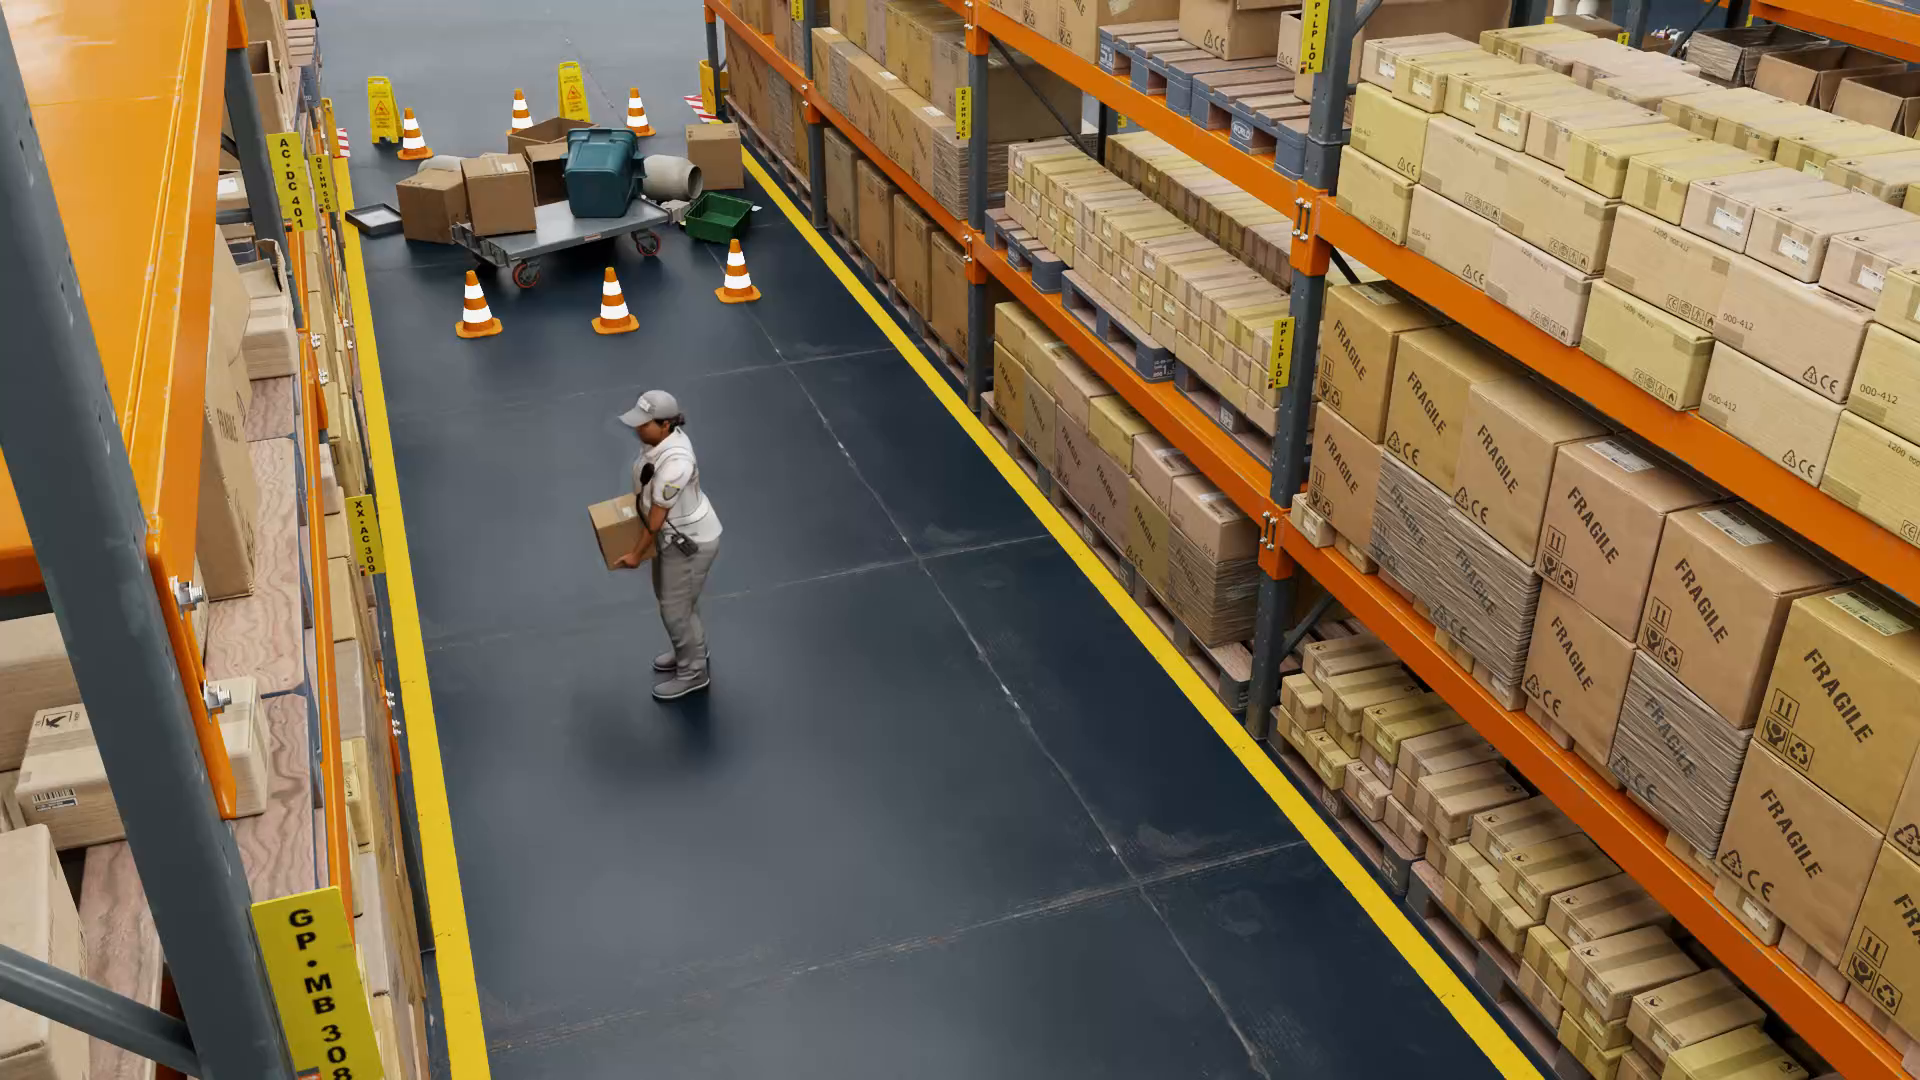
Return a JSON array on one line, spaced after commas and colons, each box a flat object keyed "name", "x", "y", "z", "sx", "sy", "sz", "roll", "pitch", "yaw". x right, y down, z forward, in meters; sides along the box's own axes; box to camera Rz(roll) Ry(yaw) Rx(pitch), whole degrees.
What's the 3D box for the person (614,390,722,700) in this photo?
[{"name": "person", "x": -1.476, "y": 0.015, "z": 8.324, "sx": 0.559, "sy": 1.660, "sz": 0.452, "roll": -11, "pitch": 32, "yaw": -18}]
